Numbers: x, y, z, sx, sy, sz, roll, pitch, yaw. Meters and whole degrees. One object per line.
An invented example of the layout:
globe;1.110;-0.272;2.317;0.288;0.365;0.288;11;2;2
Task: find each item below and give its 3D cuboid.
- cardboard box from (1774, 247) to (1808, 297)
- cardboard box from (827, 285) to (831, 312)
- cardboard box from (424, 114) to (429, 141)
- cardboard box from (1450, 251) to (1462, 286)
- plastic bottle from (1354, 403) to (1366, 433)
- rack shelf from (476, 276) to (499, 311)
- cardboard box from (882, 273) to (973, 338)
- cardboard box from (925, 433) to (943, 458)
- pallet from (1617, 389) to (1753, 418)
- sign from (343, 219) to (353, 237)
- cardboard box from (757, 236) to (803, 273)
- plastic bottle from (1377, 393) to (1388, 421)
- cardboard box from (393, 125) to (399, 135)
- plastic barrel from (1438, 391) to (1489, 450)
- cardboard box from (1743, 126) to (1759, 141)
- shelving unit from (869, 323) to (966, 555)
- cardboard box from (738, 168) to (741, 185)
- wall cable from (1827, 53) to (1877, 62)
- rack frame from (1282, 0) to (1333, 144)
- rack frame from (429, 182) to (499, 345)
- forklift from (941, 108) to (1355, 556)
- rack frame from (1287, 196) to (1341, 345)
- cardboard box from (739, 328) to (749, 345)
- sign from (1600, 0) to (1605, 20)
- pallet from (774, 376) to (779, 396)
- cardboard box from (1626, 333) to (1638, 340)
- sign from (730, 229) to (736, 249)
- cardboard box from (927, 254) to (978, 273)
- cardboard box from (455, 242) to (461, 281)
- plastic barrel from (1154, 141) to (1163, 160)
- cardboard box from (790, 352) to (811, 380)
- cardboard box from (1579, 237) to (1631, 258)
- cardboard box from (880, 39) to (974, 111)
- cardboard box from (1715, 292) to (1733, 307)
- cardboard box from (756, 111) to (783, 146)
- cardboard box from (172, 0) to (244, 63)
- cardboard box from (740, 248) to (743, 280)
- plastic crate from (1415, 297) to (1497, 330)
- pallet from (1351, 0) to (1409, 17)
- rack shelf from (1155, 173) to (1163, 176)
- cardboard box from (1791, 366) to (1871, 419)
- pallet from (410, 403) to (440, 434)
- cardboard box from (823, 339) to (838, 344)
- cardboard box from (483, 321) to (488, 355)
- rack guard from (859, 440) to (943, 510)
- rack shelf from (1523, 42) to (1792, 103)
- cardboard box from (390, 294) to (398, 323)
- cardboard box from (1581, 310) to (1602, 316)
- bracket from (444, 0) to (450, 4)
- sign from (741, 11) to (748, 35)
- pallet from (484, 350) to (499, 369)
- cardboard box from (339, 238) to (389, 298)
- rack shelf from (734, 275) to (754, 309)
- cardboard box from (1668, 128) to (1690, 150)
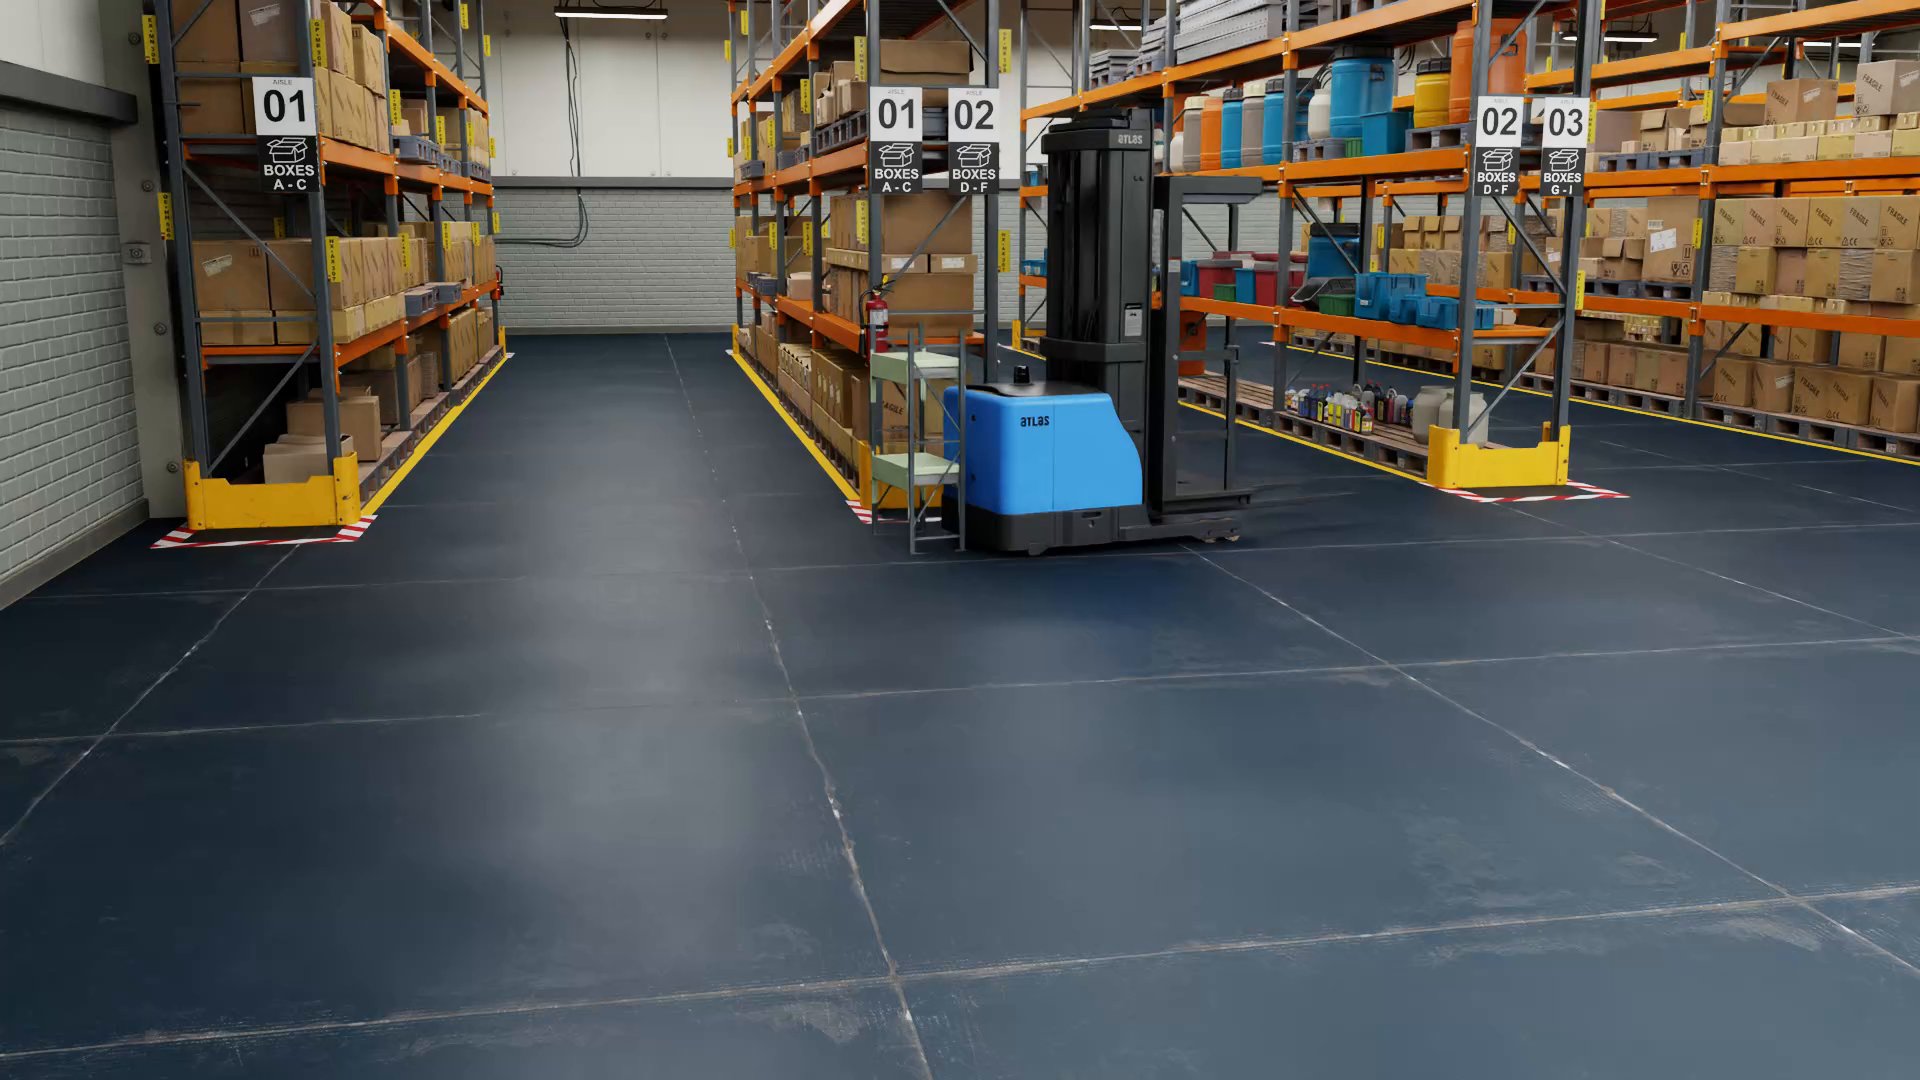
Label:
cardboard box;9.020;-2.788;17.257;0.875;0.500;0.500;-2;11;-11
cardboard box;-1.122;-2.514;17.281;0.500;0.250;0.500;-1;11;-7
cardboard box;-7.020;-5.074;20.867;0.700;0.500;0.500;-2;11;-8
cardboard box;7.422;-3.909;23.945;0.500;0.500;0.500;-2;11;-13
plastic bottle;3.826;-1.168;15.898;0.061;0.283;0.133;-2;11;-10
rack shelf;-7.787;-3.798;25.555;1.077;0.370;4.000;-2;11;-11
cardboard box;-0.284;-1.900;13.390;0.700;0.500;0.500;-2;11;-11
cardboard box;-0.092;-0.727;13.724;0.500;0.250;0.500;-2;11;-11
pallet;8.581;-1.631;19.701;1.003;0.211;1.213;-2;11;-11
sign;-7.164;-3.599;19.488;0.100;0.325;0.005;-2;11;-11
cardboard box;-2.471;-4.002;23.312;0.700;0.500;0.500;0;11;-2
plastic bottle;4.288;-1.349;16.851;0.061;0.283;0.133;-2;11;-11
cardboard box;-6.110;-4.376;17.253;0.500;0.500;0.500;-3;11;-13
plastic barrel;4.451;-1.046;14.703;0.421;0.512;0.421;0;11;0
cardboard box;8.614;-4.337;17.771;0.380;0.149;0.250;-3;11;-14
shelving unit;-0.297;-0.714;11.437;0.431;1.500;0.755;-5;12;-22
cardboard box;-3.284;-5.812;26.589;0.500;0.250;0.500;-2;11;-11
wall cable;21.147;-12.362;37.701;2.988;3.039;0.133;-2;11;-11
rack frame;3.876;-5.625;17.183;1.000;3.000;0.127;-2;11;-11
rack frame;-8.176;-4.519;27.414;1.000;3.000;0.127;-2;11;-11
forklift;1.423;-1.500;11.741;3.031;2.935;1.130;-5;12;-25
rack frame;6.400;-5.059;30.254;1.000;3.000;0.127;-2;11;-11
cardboard box;-3.393;-3.363;27.521;0.500;0.250;0.500;-2;11;-11
sign;8.487;-7.058;22.002;0.100;0.325;0.005;-2;11;-11
pallet;-1.870;-2.001;21.643;1.003;0.211;1.213;-2;11;-11
cardboard box;11.569;-3.449;28.298;0.380;0.149;0.250;-2;11;-13
sign;-3.850;-5.105;28.180;0.100;0.325;0.005;-2;11;-11
cardboard box;-0.071;-2.212;13.296;0.380;0.149;0.250;-2;11;-11
cardboard box;-6.652;-3.542;21.168;0.500;0.500;0.500;-2;11;-11
plastic barrel;2.746;-5.215;22.297;0.301;0.262;0.301;0;11;0
cardboard box;-1.640;-1.973;18.769;0.500;0.311;0.500;-2;11;-12
cardboard box;8.307;-3.651;21.465;0.700;0.500;0.500;0;11;-3
cardboard box;-0.313;-3.670;13.159;0.797;0.503;0.637;-1;11;-7
cardboard box;8.517;-2.638;18.206;0.380;0.149;0.250;-2;11;-11
cardboard box;-2.672;-6.067;24.588;0.700;0.500;0.500;-2;11;-11
cardboard box;-5.404;-3.677;11.977;0.500;0.500;0.500;-2;11;-8
cardboard box;-3.290;-4.471;26.897;0.500;0.500;0.500;-2;11;-11
plastic crate;4.263;-1.952;14.329;0.499;0.251;0.616;-2;11;-11
pallet;4.304;-4.961;15.271;1.003;0.211;1.213;-2;11;-11
rack shelf;2.709;-4.899;23.312;1.077;0.370;4.000;-2;11;-11
cardboard box;9.089;-1.546;17.358;0.500;0.500;0.500;-3;11;-16
pallet;-6.236;-1.315;18.040;1.003;0.211;1.213;-2;11;-11
cardboard box;-1.570;-2.314;21.341;0.500;0.500;0.500;-2;11;-9
cardboard box;-7.635;-3.091;25.474;0.700;0.500;0.500;-2;11;-10
rack guard;-0.201;-0.533;13.157;1.175;0.500;0.348;-2;11;-11
rack shelf;8.345;-5.622;20.161;1.077;0.370;4.000;-2;11;-11
cardboard box;-5.364;-2.086;14.983;0.500;0.250;0.500;-2;11;-11
cardboard box;11.323;-4.020;29.704;0.380;0.149;0.250;-2;11;-9
bracket;-9.628;-10.113;31.136;0.076;0.066;3.189;-2;11;-11
sign;-3.075;-7.394;23.768;0.100;0.325;0.005;-2;11;-11
pallet;-7.710;-2.782;25.746;1.003;0.211;1.213;-2;11;-11
cardboard box;-5.257;-2.363;14.430;0.500;0.500;0.500;-2;11;-13
rack shelf;-2.929;-3.979;26.505;1.077;0.370;4.000;-2;11;-11
cardboard box;8.453;-4.641;19.270;0.396;0.266;0.258;-2;11;-9
